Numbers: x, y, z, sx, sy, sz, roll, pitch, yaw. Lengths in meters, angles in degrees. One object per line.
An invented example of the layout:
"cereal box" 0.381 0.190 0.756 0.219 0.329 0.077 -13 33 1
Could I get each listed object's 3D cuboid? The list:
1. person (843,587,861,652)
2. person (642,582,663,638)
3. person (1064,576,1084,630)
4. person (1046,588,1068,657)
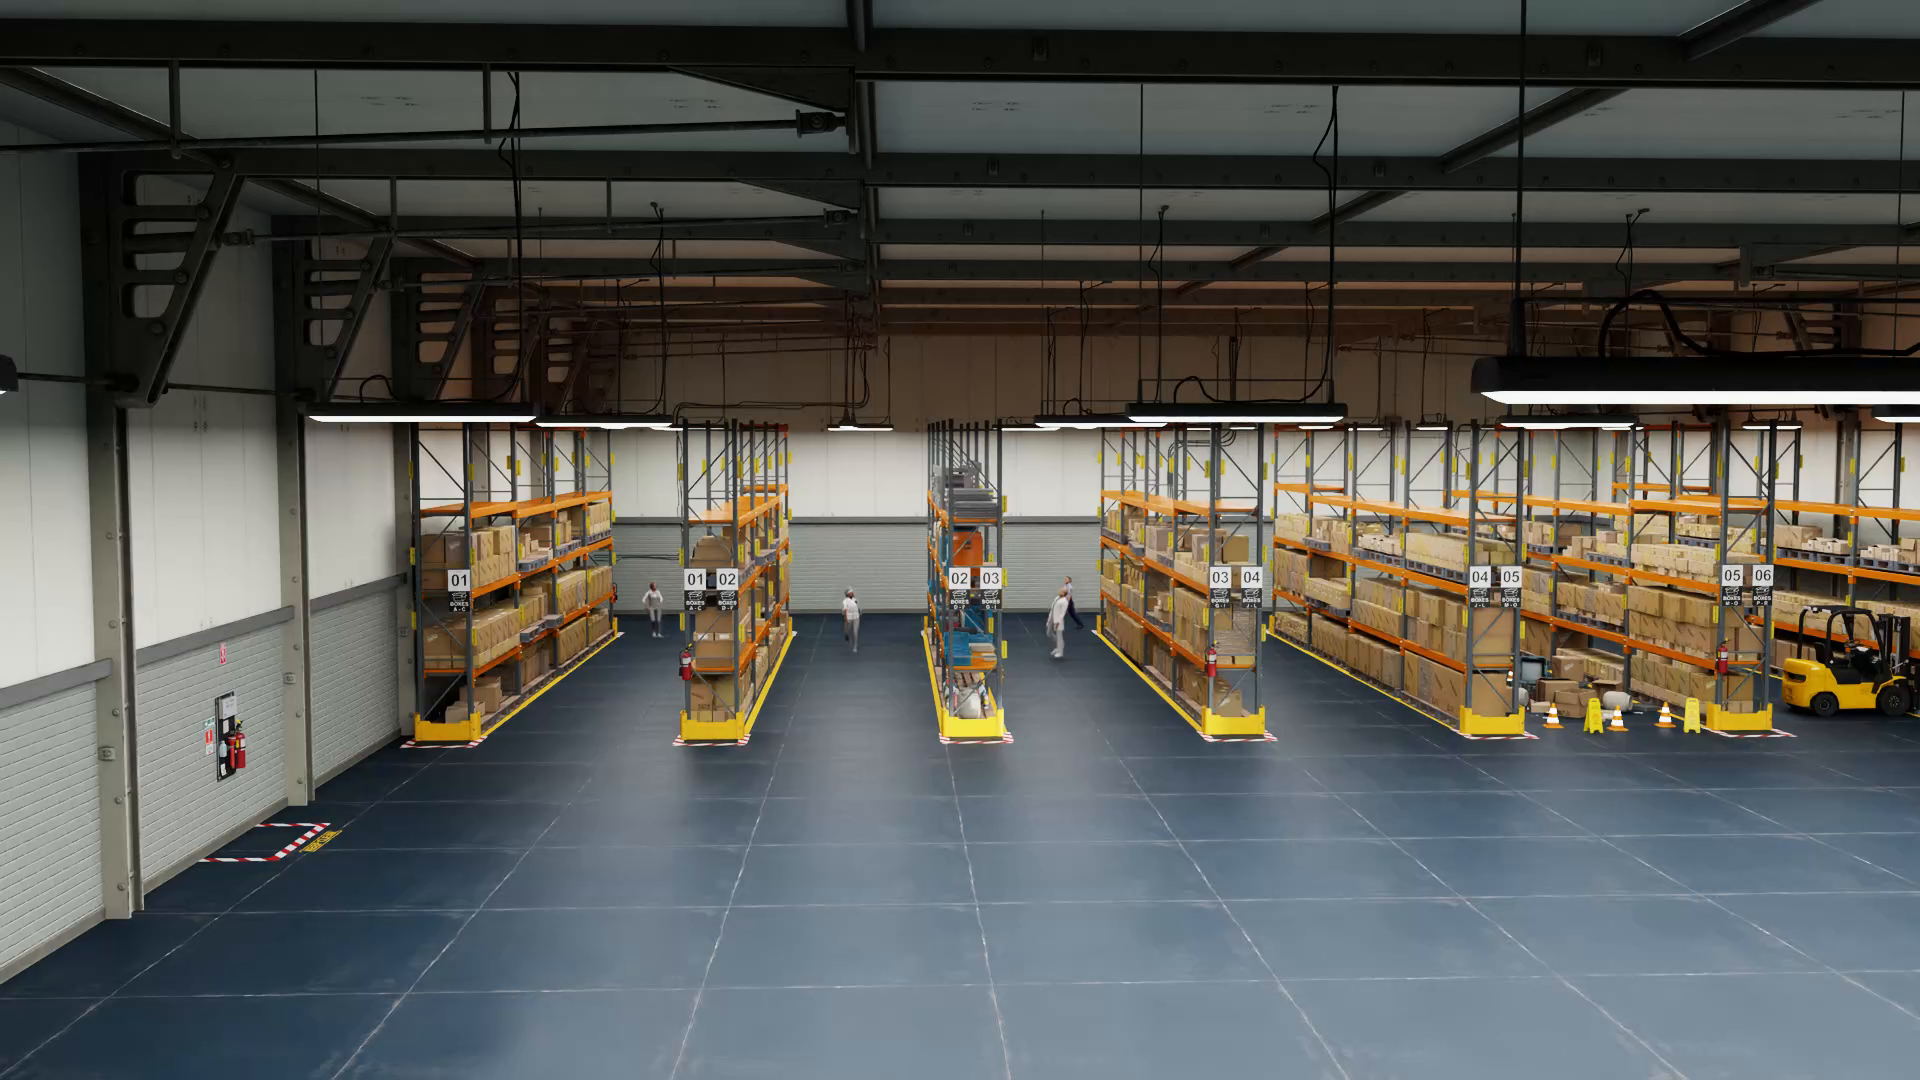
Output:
"person" -2.813 2.061 43.289 0.461 1.662 0.665 0 4 -5
"person" -8.602 1.971 46.581 0.569 1.579 0.447 -1 4 -12
"person" 3.090 1.840 48.185 1.050 1.593 0.519 -2 4 -27
"person" 2.477 2.083 42.403 0.513 1.762 0.678 -2 4 -31
